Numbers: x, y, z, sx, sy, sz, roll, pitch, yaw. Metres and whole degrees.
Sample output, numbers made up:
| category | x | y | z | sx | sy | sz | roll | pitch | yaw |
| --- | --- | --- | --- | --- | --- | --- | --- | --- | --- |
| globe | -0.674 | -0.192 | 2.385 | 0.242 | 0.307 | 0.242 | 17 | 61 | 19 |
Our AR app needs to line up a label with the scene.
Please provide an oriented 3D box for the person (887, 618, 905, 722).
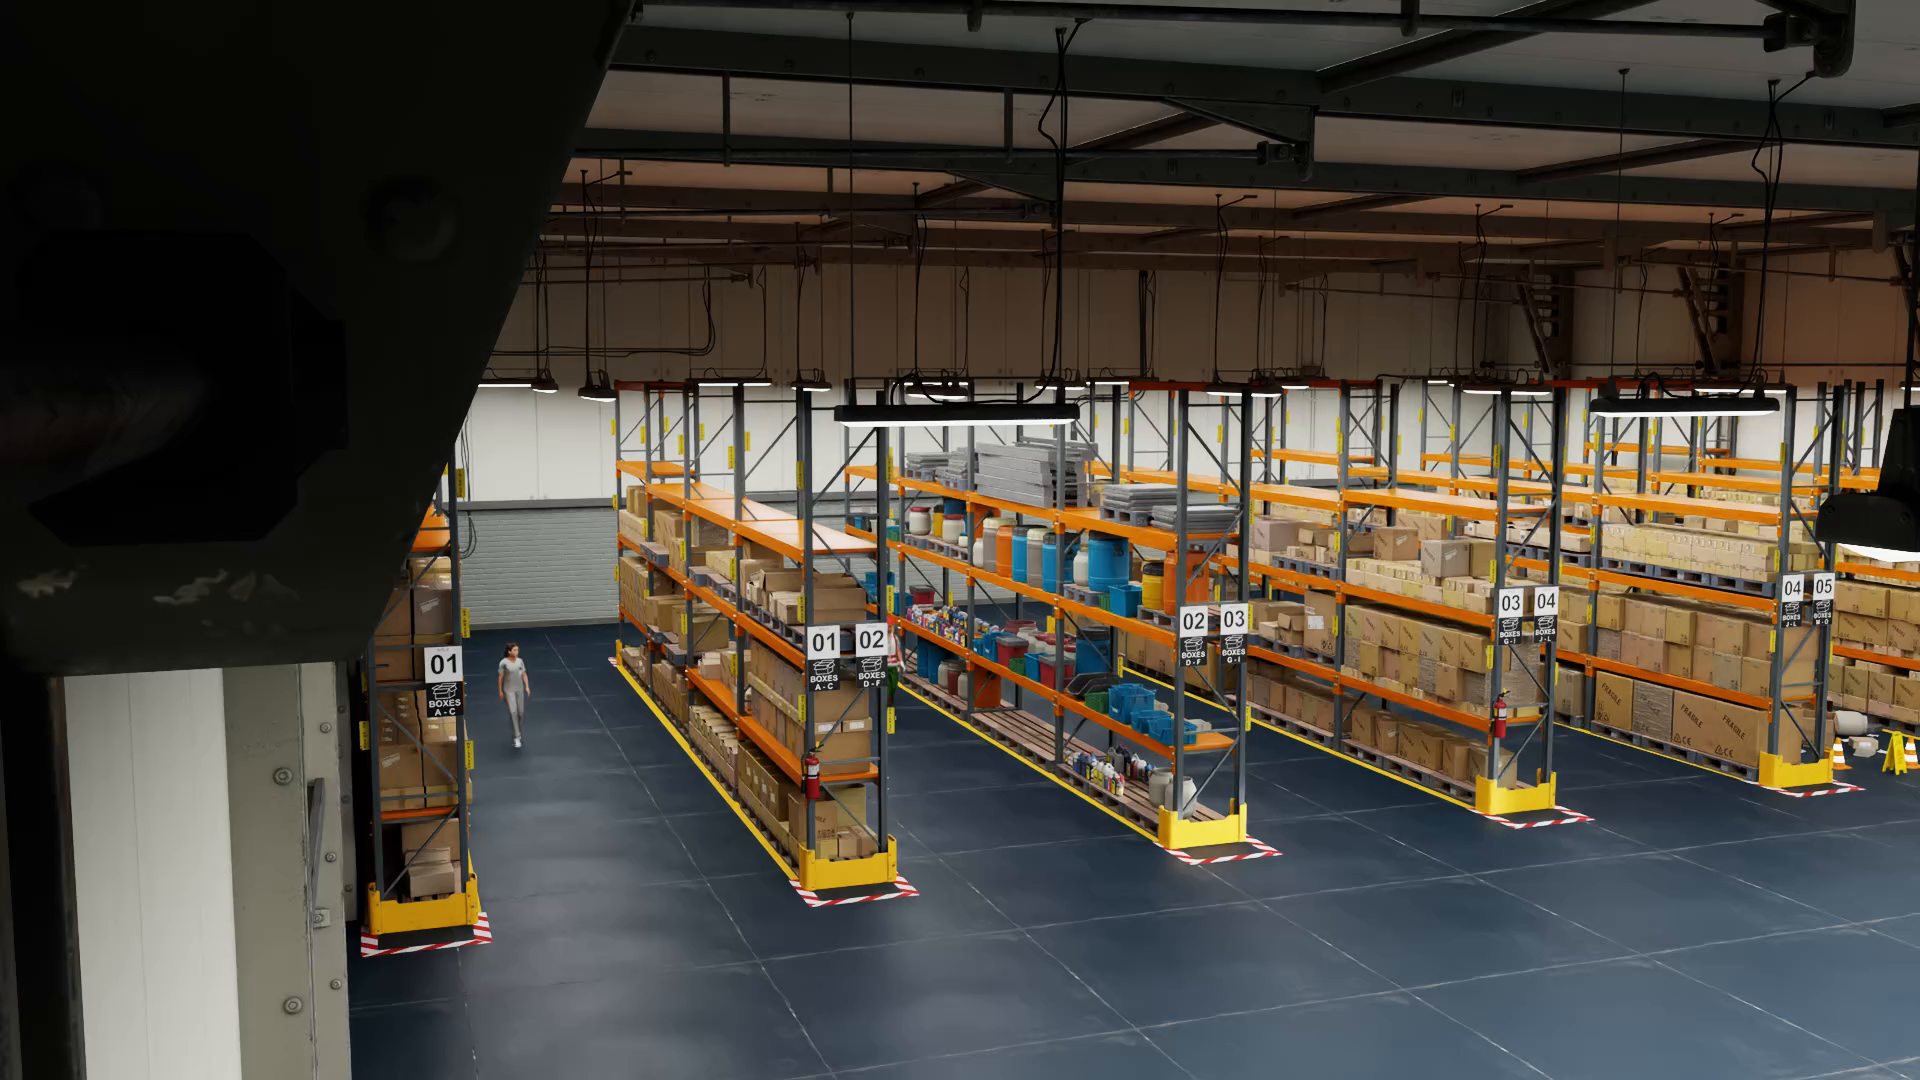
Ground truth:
| category | x | y | z | sx | sy | sz | roll | pitch | yaw |
| --- | --- | --- | --- | --- | --- | --- | --- | --- | --- |
| person | -1.231 | 2.307 | 29.767 | 0.563 | 1.805 | 0.670 | -4 | 7 | -33 |

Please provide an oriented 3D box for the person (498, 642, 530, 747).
| category | x | y | z | sx | sy | sz | roll | pitch | yaw |
| --- | --- | --- | --- | --- | --- | --- | --- | --- | --- |
| person | -7.415 | 2.570 | 27.845 | 0.461 | 1.687 | 0.691 | -5 | 8 | -41 |

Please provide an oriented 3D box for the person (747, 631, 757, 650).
| category | x | y | z | sx | sy | sz | roll | pitch | yaw |
| --- | --- | --- | --- | --- | --- | --- | --- | --- | --- |
| person | -4.161 | 1.934 | 33.751 | 0.474 | 1.673 | 0.473 | 4 | 7 | 30 |
